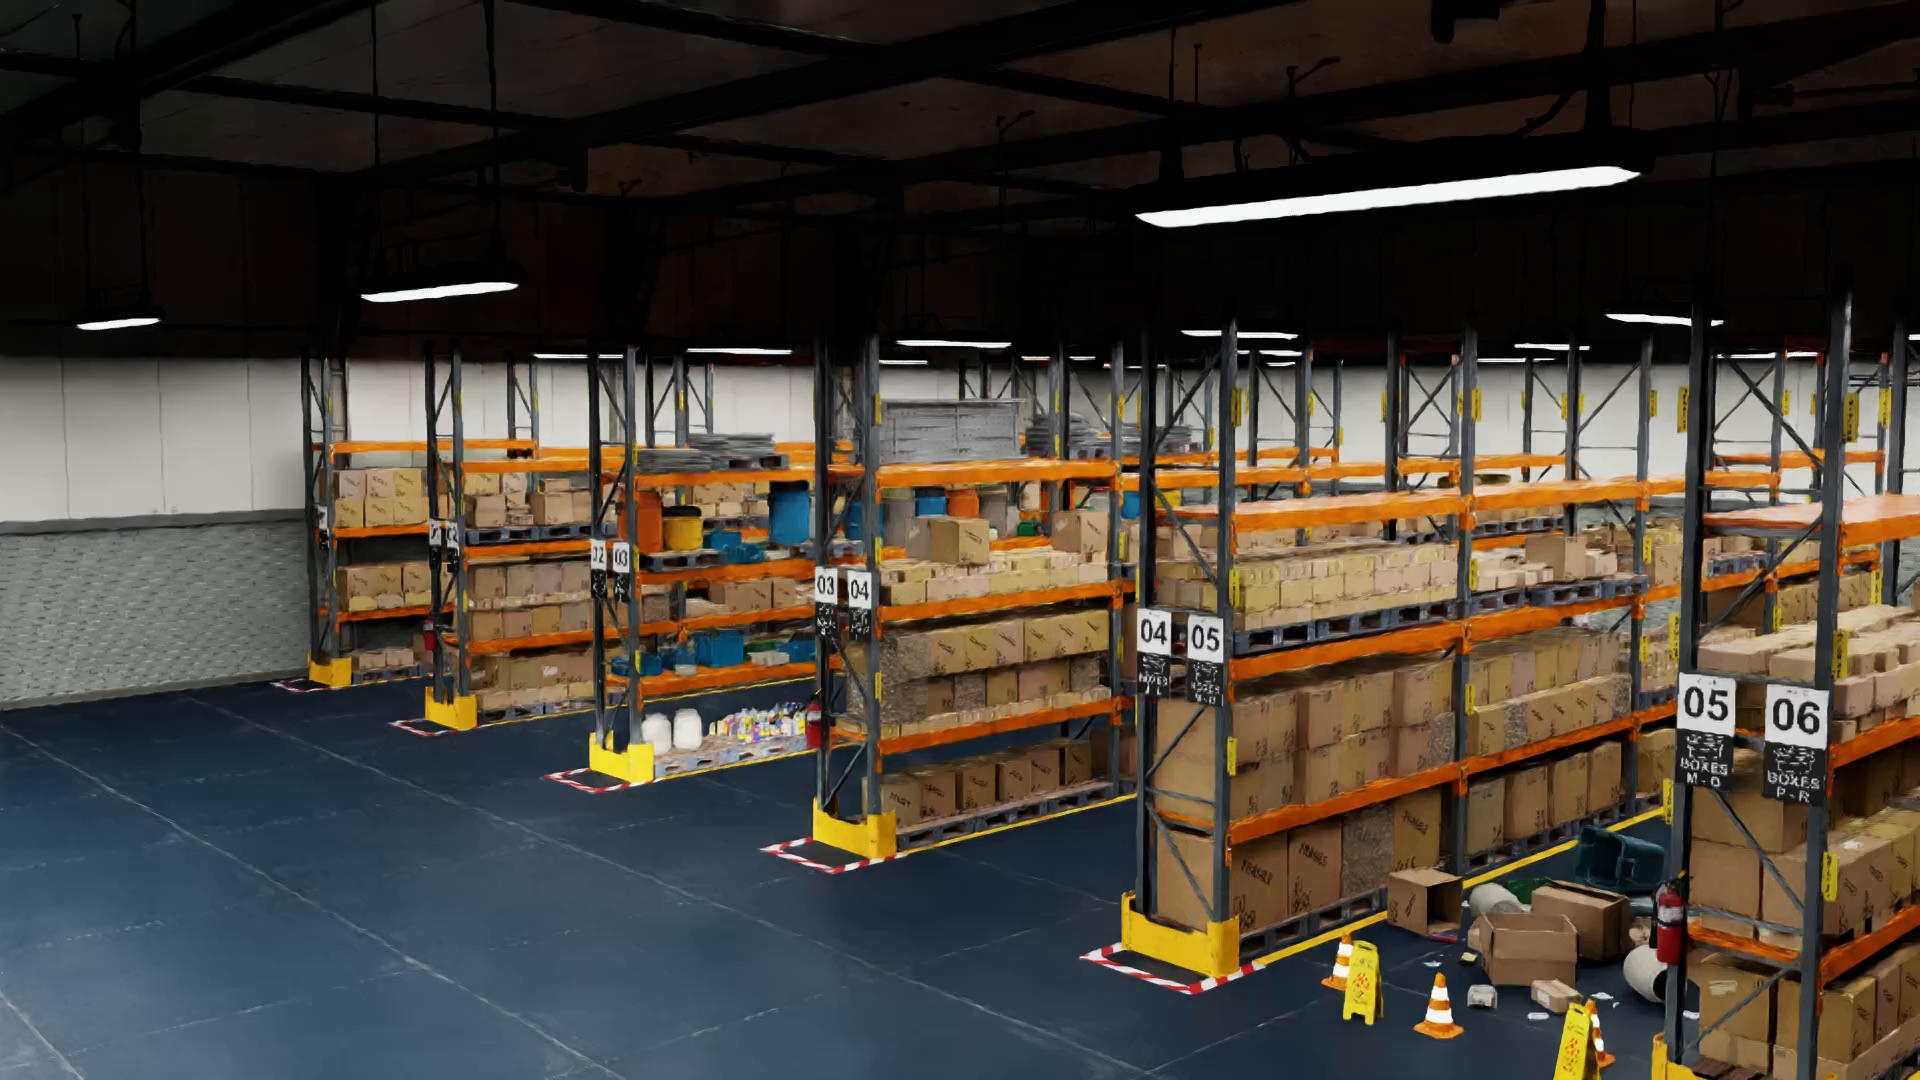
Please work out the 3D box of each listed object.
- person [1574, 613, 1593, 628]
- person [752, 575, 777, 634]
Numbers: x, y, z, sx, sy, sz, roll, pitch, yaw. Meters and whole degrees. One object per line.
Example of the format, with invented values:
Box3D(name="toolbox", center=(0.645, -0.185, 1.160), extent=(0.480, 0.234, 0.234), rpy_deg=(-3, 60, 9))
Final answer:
Box3D(name="person", center=(11.808, 1.520, 31.700), extent=(1.045, 1.722, 0.635), rpy_deg=(-2, 5, -22))
Box3D(name="person", center=(-3.797, 1.494, 32.227), extent=(0.498, 1.662, 0.462), rpy_deg=(-1, 5, -12))
